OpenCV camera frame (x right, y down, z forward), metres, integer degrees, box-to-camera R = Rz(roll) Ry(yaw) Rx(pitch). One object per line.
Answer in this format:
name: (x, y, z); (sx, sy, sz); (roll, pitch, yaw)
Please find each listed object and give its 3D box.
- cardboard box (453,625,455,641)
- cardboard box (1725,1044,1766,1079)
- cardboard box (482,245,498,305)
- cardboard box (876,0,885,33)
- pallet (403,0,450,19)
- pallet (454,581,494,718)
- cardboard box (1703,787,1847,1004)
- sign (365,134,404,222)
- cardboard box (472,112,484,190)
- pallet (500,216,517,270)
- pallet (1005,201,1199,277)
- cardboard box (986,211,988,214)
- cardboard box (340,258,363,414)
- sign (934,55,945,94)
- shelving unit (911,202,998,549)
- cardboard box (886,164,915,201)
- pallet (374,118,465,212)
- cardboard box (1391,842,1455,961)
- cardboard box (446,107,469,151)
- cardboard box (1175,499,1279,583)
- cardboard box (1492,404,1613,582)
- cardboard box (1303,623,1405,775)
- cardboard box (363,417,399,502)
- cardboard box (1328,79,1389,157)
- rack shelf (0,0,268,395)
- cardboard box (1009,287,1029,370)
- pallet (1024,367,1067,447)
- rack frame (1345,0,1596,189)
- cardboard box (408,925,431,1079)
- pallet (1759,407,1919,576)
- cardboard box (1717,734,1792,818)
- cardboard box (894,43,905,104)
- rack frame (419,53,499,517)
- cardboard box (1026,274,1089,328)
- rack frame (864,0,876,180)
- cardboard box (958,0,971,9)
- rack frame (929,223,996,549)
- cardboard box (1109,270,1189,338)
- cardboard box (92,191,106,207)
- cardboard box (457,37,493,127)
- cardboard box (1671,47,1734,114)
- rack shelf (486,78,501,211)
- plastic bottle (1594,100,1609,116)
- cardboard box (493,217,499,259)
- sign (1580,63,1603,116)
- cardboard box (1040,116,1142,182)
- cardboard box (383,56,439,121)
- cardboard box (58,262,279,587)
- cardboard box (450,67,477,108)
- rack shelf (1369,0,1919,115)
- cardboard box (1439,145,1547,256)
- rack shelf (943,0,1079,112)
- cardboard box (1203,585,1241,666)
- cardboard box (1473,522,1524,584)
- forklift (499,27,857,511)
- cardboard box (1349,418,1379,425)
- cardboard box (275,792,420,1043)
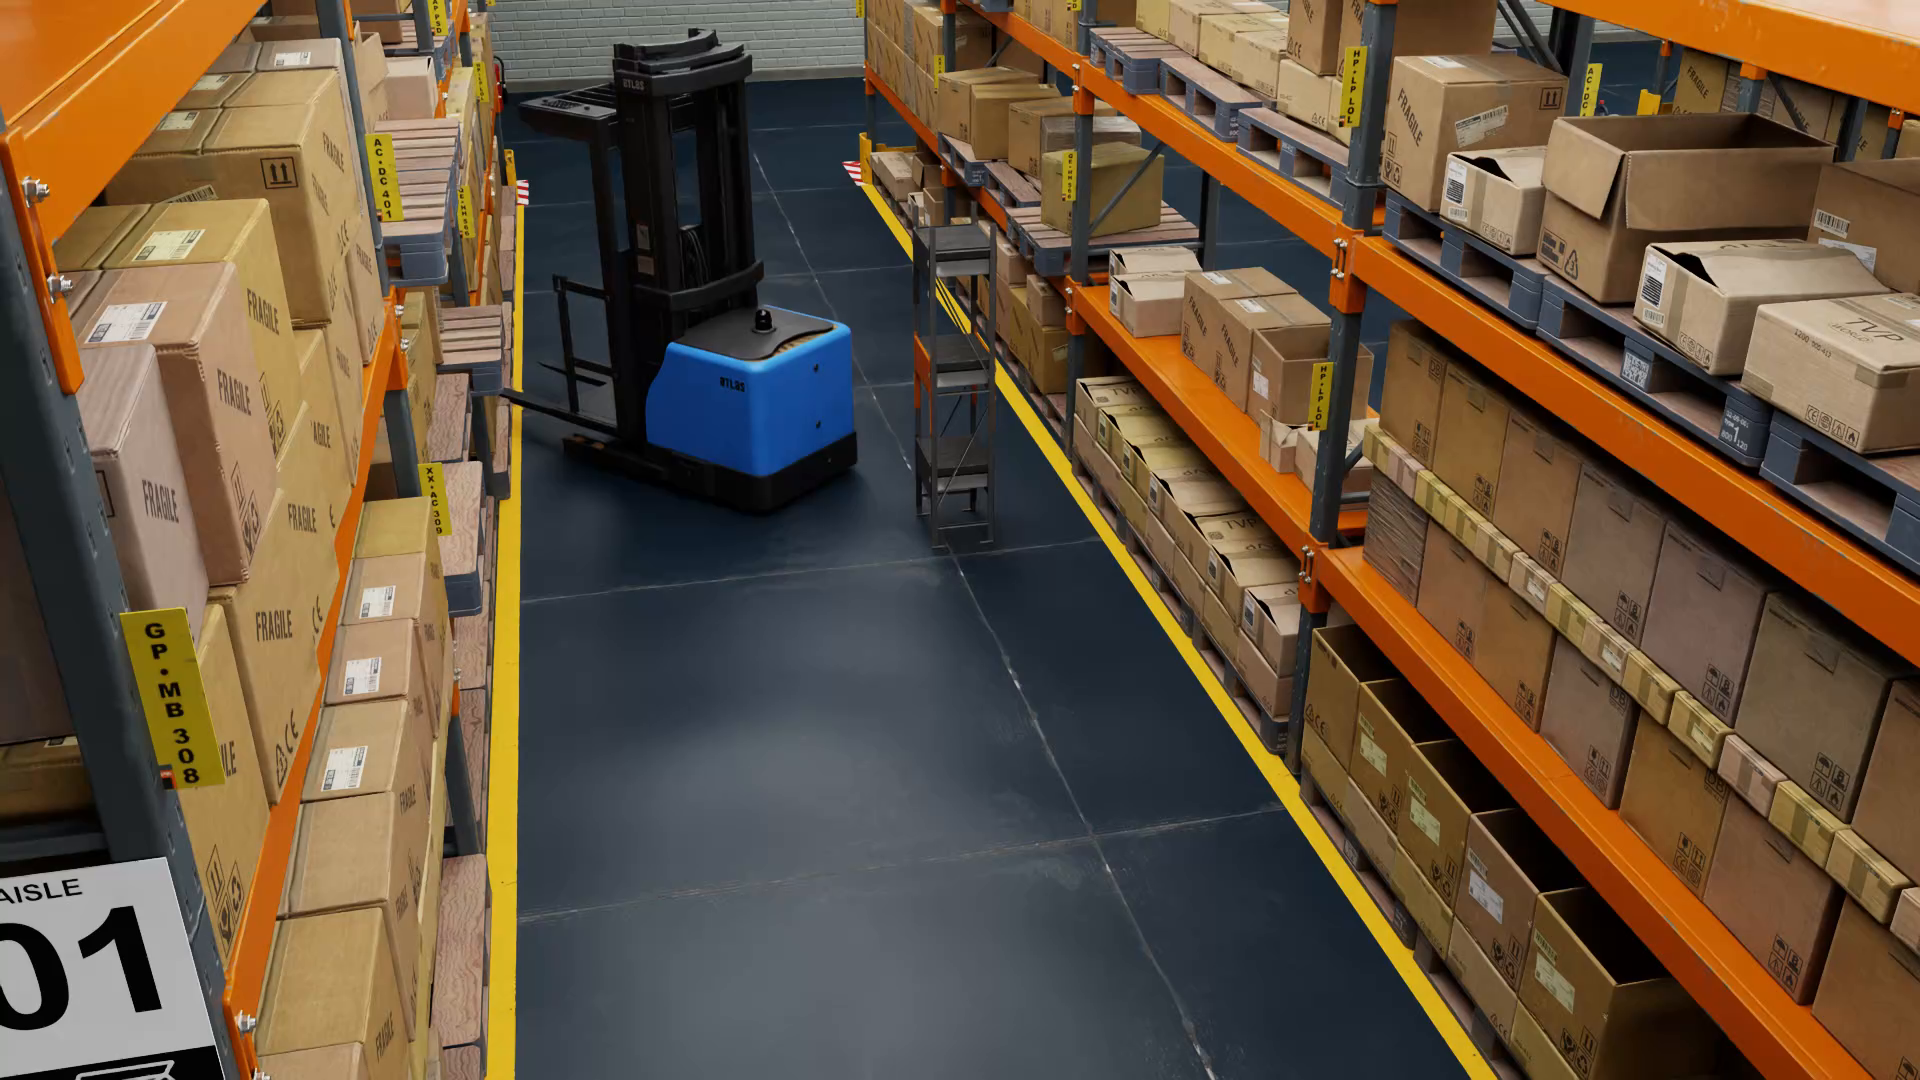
cardboard box: (-3.094, 0.431, 8.854); (0.700, 0.500, 0.500); (-6, 27, -11)
cardboard box: (3.037, 1.762, 5.684); (0.500, 0.500, 0.500); (-6, 27, -12)
cardboard box: (-3.997, -1.795, 12.898); (0.750, 0.750, 0.750); (-5, 27, -10)
cardboard box: (-0.582, -5.531, 17.159); (0.500, 0.500, 0.500); (-6, 27, -11)
pallet: (-4.024, -3.496, 11.229); (1.003, 0.211, 1.213); (-5, 27, -9)
pallet: (-3.126, 0.649, 9.230); (1.003, 0.211, 1.213); (-6, 27, -12)
cardboard box: (2.840, 1.053, 5.224); (0.700, 0.500, 0.500); (-5, 27, -10)
sign: (-2.144, -1.346, 6.185); (0.100, 0.325, 0.005); (-6, 27, -12)
cardboard box: (-4.000, -3.016, 12.933); (0.500, 0.500, 0.500); (-6, 27, -11)
pallet: (-4.847, -2.863, 16.188); (1.003, 0.211, 1.213); (-6, 27, -12)
pallet: (1.032, -2.183, 11.959); (1.213, 0.211, 1.003); (-6, 27, -12)
cardboard box: (0.263, -3.251, 16.518); (0.380, 0.166, 0.250); (-6, 27, -12)
cardboard box: (-2.215, -0.690, 5.327); (0.500, 0.500, 0.500); (-8, 28, -16)
sign: (-0.175, -4.062, 14.509); (0.100, 0.325, 0.005); (-6, 27, -12)
shelving unit: (-0.037, -1.010, 10.421); (0.431, 2.100, 0.503); (-6, 27, -12)
cardboard box: (-0.478, -3.753, 17.419); (0.500, 0.250, 0.500); (-6, 27, -12)
pallet: (-2.943, -1.710, 7.688); (1.213, 0.211, 1.003); (-6, 27, -12)
cardboard box: (2.179, 1.492, 7.050); (0.500, 0.250, 0.500); (-6, 27, -12)
cardboard box: (-3.783, -2.899, 11.868); (0.500, 0.250, 0.500); (-7, 28, -13)
cardboard box: (1.550, -0.028, 9.440); (0.500, 0.311, 0.500); (-6, 27, -12)
cardboard box: (2.488, -0.210, 6.287); (0.700, 0.500, 0.500); (-6, 27, -12)
cardboard box: (1.954, 0.718, 7.751); (0.500, 0.500, 0.500); (-6, 27, -12)
cardboard box: (-2.752, -0.185, 7.189); (0.700, 0.500, 0.500); (-6, 27, -11)
cardboard box: (2.025, -1.953, 7.662); (0.500, 0.250, 0.500); (-3, 27, -6)
rack shelf: (-2.220, -1.195, 3.933); (1.077, 0.370, 4.000); (-6, 27, -12)
cardboard box: (0.697, -1.673, 13.021); (0.500, 0.500, 0.500); (-7, 28, -13)
pallet: (1.122, -1.065, 12.626); (1.003, 0.211, 1.213); (-6, 27, -12)
rack frame: (2.154, -2.900, 6.510); (1.000, 3.000, 0.127); (-6, 27, -12)
cardboard box: (-1.810, 1.399, 4.793); (0.500, 0.250, 0.500); (-6, 27, -12)
pallet: (2.922, -0.079, 4.347); (1.003, 0.211, 1.213); (-6, 27, -12)
cardboard box: (2.612, 0.713, 5.177); (0.380, 0.149, 0.250); (-6, 27, -11)
cardboard box: (-0.364, -4.647, 16.517); (0.500, 0.500, 0.500); (-6, 27, -11)
rack frame: (-3.572, -1.474, 10.341); (1.000, 3.000, 0.127); (-6, 27, -12)
cardboard box: (0.797, -1.805, 12.450); (0.500, 0.250, 0.500); (-5, 27, -10)
rack frame: (-0.550, -5.490, 18.299); (1.000, 3.000, 0.127); (-6, 27, -12)
cardboard box: (0.287, -4.913, 15.934); (0.500, 0.500, 0.500); (-7, 28, -13)
rack frame: (0.018, -0.903, 10.209); (0.400, 2.100, 0.015); (-6, 27, -12)
cardboard box: (1.266, -1.526, 10.544); (0.500, 0.311, 0.500); (-6, 27, -12)
cardboard box: (-2.839, -1.312, 5.450); (0.500, 0.500, 0.500); (-5, 27, -11)
cardboard box: (-4.913, -4.243, 15.494); (0.980, 0.700, 0.700); (-7, 28, -14)
cardboard box: (9.325, -5.461, 20.132); (0.875, 0.875, 0.875); (-6, 27, -12)
rack shelf: (-4.925, -3.786, 15.721); (1.077, 0.370, 4.000); (-6, 27, -12)
plastic bottle: (5.746, -3.762, 14.929); (0.144, 0.351, 0.185); (-6, 27, -12)
cardboard box: (-4.542, -2.640, 14.959); (0.700, 0.500, 0.500); (-6, 27, -11)
sign: (2.695, -1.885, 7.164); (0.100, 0.325, 0.005); (-6, 27, -12)
cardboard box: (0.981, -2.896, 12.582); (0.700, 0.500, 0.500); (-1, 27, -2)
cardboard box: (-3.147, -2.493, 9.108); (0.500, 0.311, 0.500); (-6, 27, -12)
cardboard box: (-1.684, -0.220, 3.285); (0.500, 0.500, 0.500); (-6, 27, -12)
cardboard box: (-4.119, -3.572, 13.202); (0.500, 0.250, 0.500); (-5, 27, -10)
rack shelf: (2.605, -1.523, 5.022); (1.077, 0.370, 4.000); (-6, 27, -12)
cardboard box: (2.133, -1.287, 6.119); (0.500, 0.311, 0.500); (-7, 28, -14)
rack shelf: (0.802, -3.874, 12.566); (1.077, 0.370, 4.000); (-6, 27, -12)
cardboard box: (1.666, 0.443, 9.129); (0.500, 0.250, 0.500); (-6, 27, -12)
cardboard box: (2.258, 0.030, 6.532); (0.380, 0.149, 0.250); (-7, 28, -13)
forklift: (-2.220, -2.009, 11.477); (3.031, 2.935, 1.130); (18, 32, 31)
cardboard box: (2.154, -0.520, 8.730); (0.380, 0.149, 0.250); (-6, 27, -12)
cardboard box: (-1.796, 1.076, 4.601); (0.500, 0.500, 0.500); (-7, 28, -13)
